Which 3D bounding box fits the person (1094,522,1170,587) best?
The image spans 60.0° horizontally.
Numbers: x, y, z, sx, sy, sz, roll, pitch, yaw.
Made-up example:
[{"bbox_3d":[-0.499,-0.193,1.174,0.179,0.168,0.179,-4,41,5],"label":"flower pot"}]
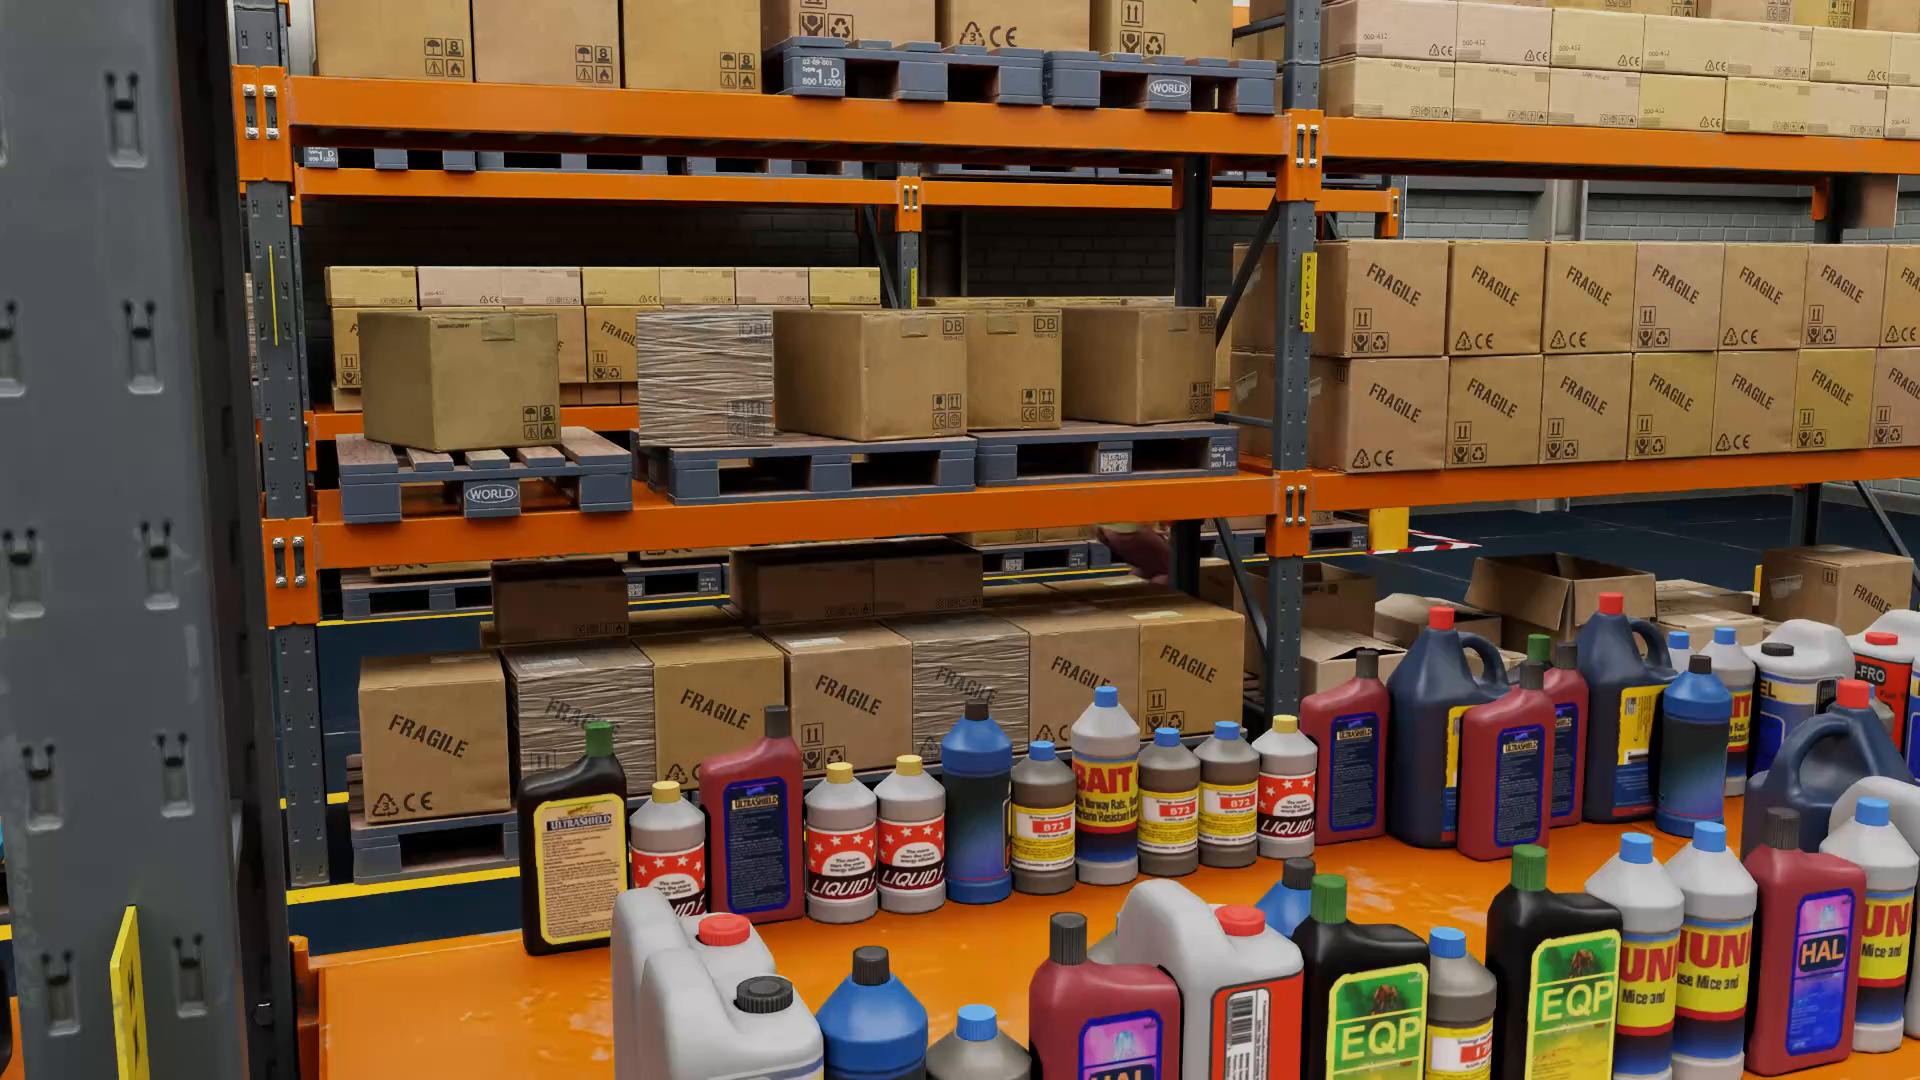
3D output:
[{"bbox_3d":[1.104,-0.064,9.880,0.666,1.335,0.511,-3,10,-21],"label":"person"}]
